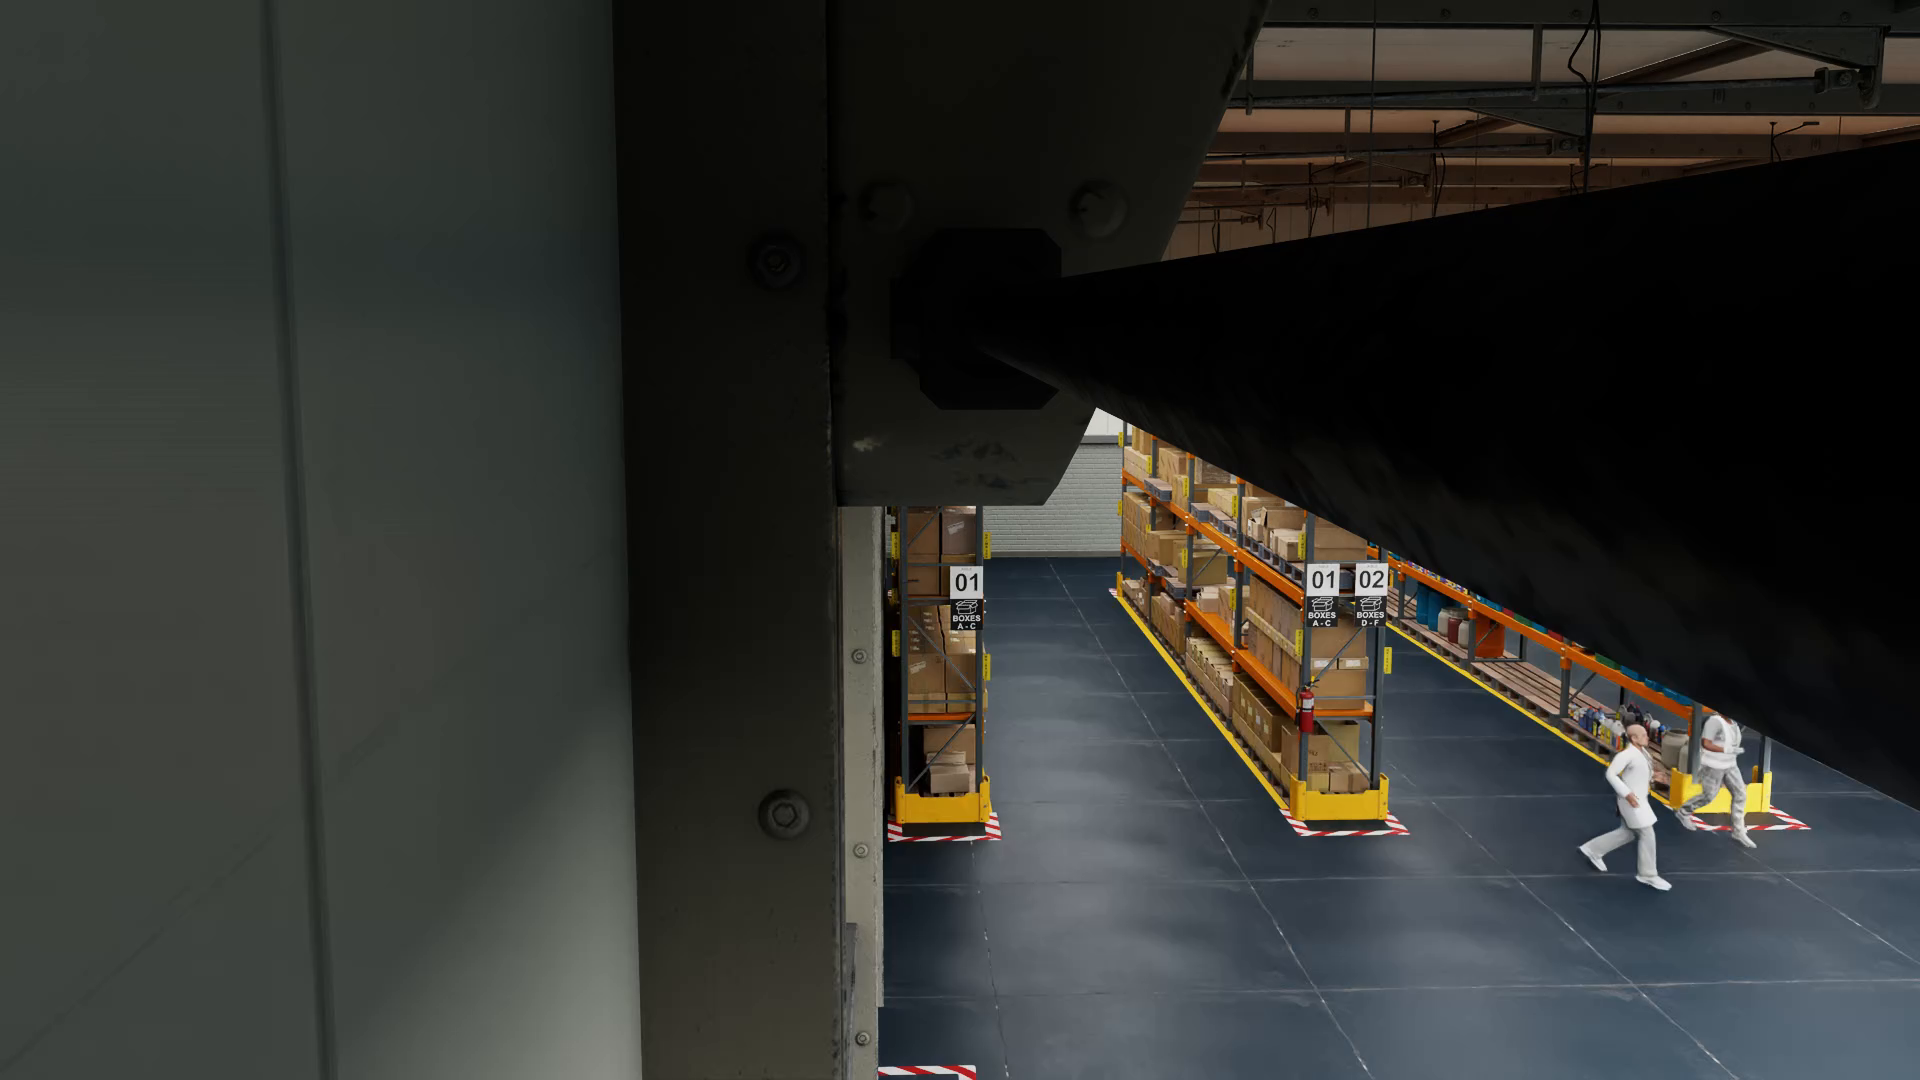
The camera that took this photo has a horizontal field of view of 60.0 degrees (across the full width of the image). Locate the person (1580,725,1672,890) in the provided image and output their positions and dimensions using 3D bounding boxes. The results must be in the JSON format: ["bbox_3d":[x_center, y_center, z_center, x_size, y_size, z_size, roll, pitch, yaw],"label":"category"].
[{"bbox_3d":[7.365,2.895,18.302,0.972,1.792,0.693,4,9,28],"label":"person"}]

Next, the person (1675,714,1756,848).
[{"bbox_3d":[8.999,2.685,19.729,0.711,1.789,0.968,-6,10,-35],"label":"person"}]
